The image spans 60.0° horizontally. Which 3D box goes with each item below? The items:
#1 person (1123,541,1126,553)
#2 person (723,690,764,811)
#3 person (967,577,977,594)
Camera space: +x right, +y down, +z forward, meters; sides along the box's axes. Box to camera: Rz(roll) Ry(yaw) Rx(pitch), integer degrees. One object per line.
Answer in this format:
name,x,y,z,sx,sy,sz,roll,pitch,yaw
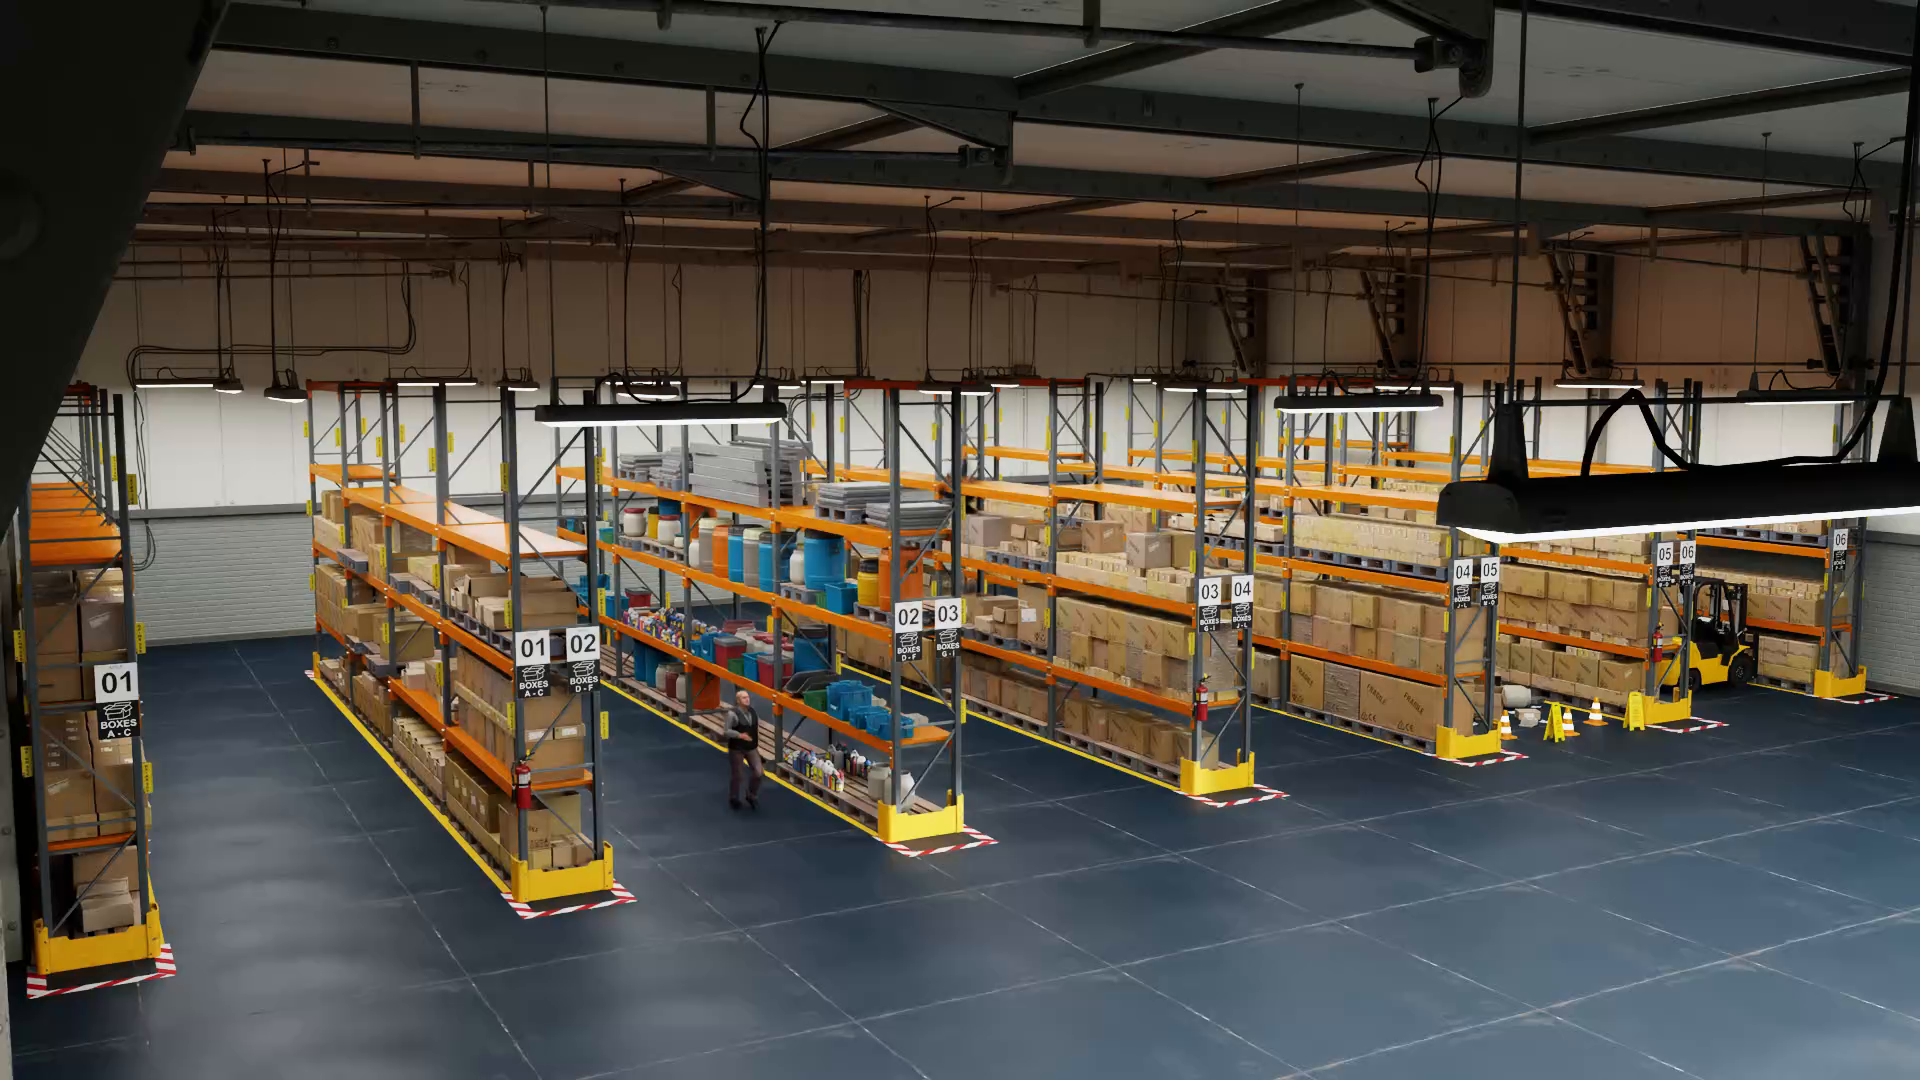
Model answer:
person,4.431,0.799,44.700,0.500,1.584,0.581,1,6,10
person,-3.054,2.989,23.516,0.644,1.742,0.738,-4,8,-36
person,0.246,1.026,42.082,0.521,1.679,0.737,1,6,6
